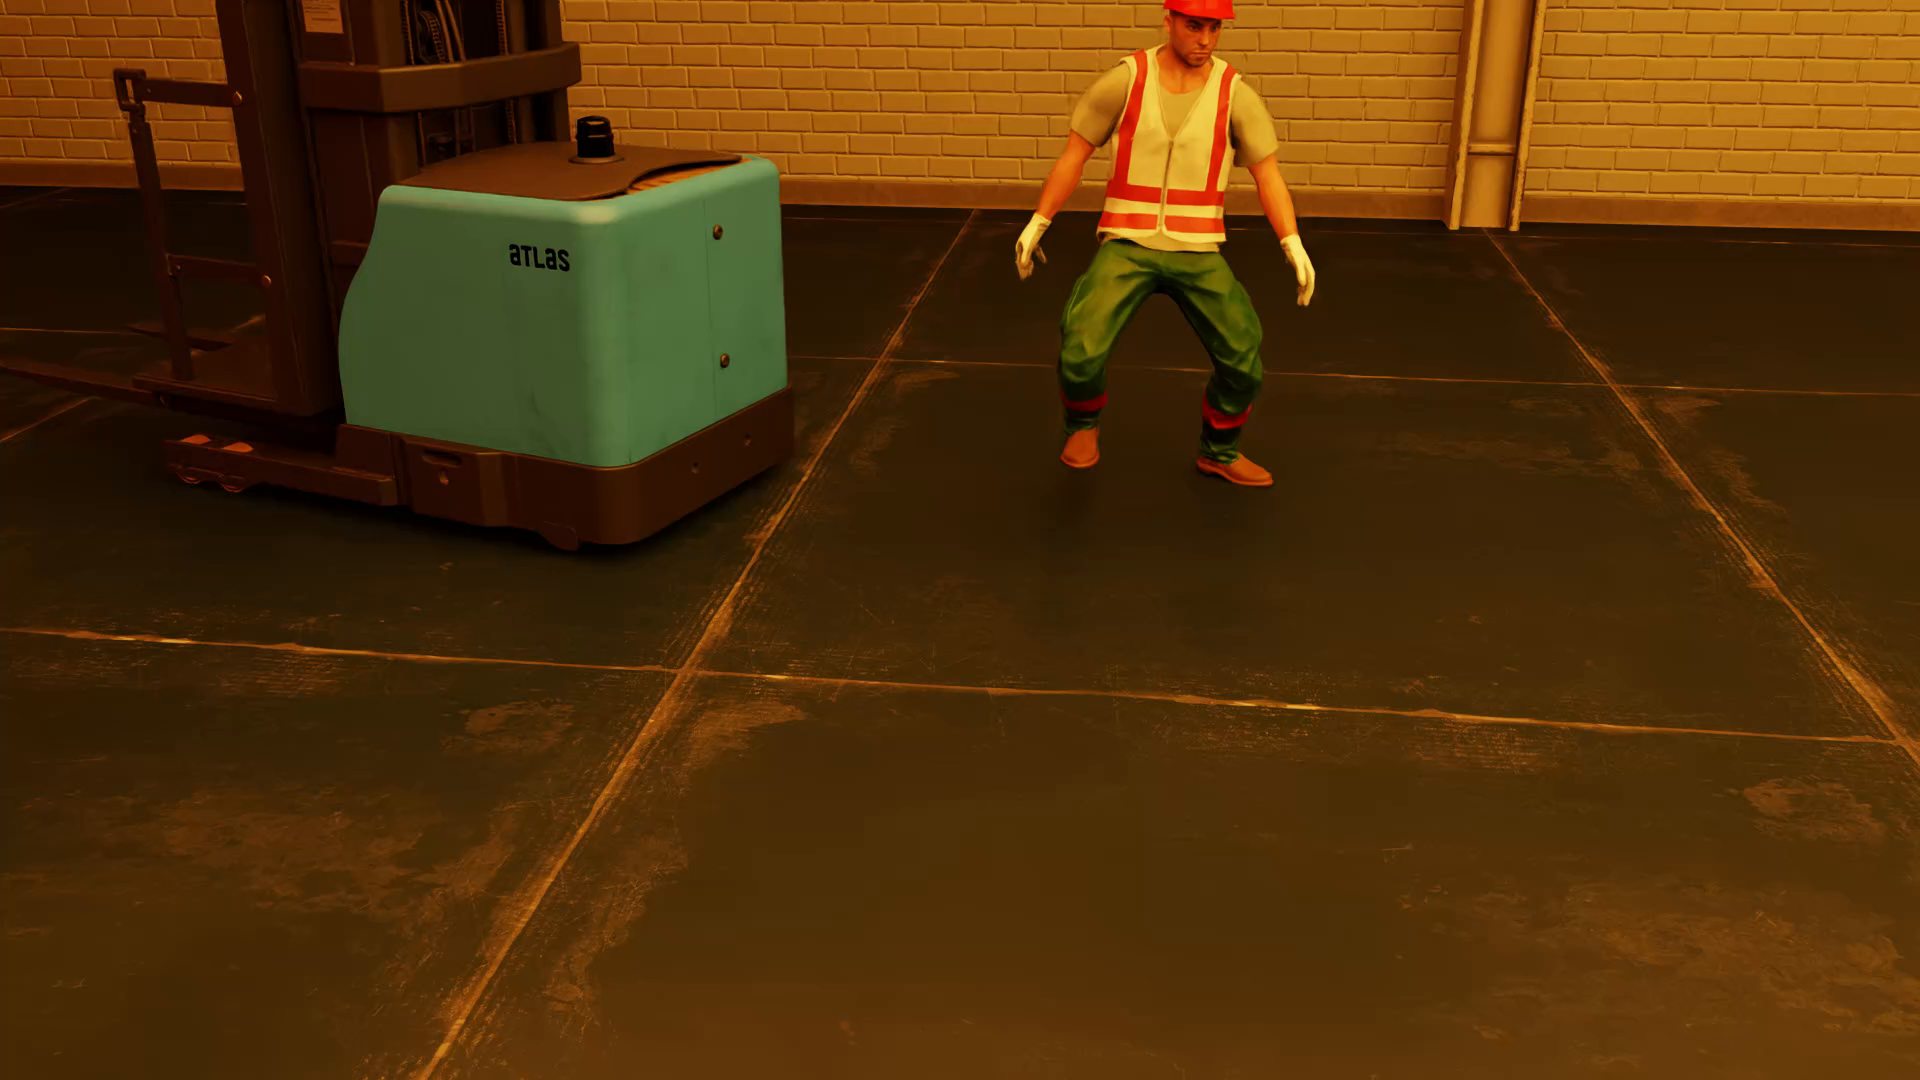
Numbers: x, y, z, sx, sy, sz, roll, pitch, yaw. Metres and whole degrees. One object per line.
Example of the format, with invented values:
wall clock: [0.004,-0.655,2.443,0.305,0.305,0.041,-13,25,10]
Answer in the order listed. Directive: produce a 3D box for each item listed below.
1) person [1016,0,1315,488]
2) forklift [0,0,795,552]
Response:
person: [0.645,-0.941,5.281,0.949,1.679,0.553,2,22,6]
forklift: [-2.129,-1.683,5.433,3.031,2.935,1.130,10,24,23]
